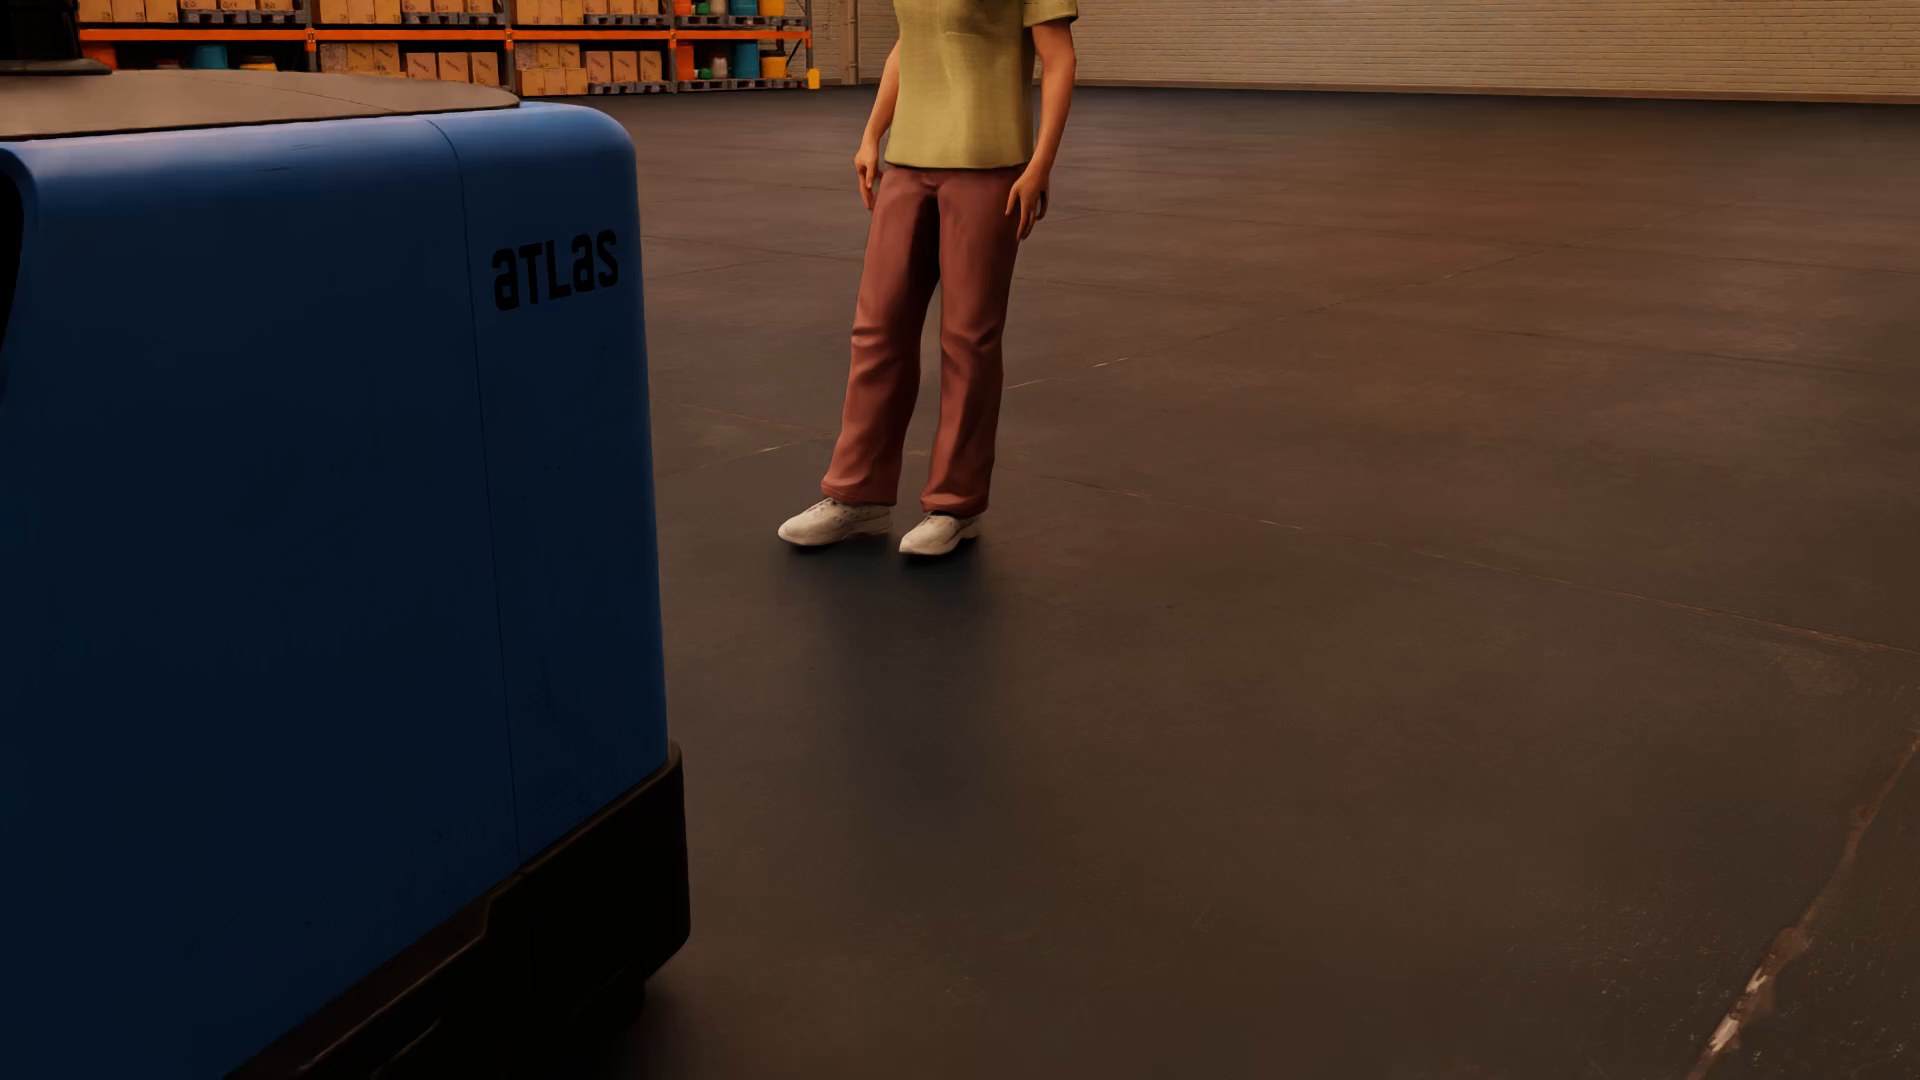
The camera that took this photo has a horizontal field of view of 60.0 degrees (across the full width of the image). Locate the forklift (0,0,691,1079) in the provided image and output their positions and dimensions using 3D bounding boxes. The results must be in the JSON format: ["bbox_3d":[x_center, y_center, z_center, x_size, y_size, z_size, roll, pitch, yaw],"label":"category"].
[{"bbox_3d":[-1.376,-0.512,0.585,1.130,2.935,3.031,7,18,22],"label":"forklift"}]

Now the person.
[{"bbox_3d":[-0.055,-0.794,3.649,0.555,1.675,0.549,13,21,37],"label":"person"}]
